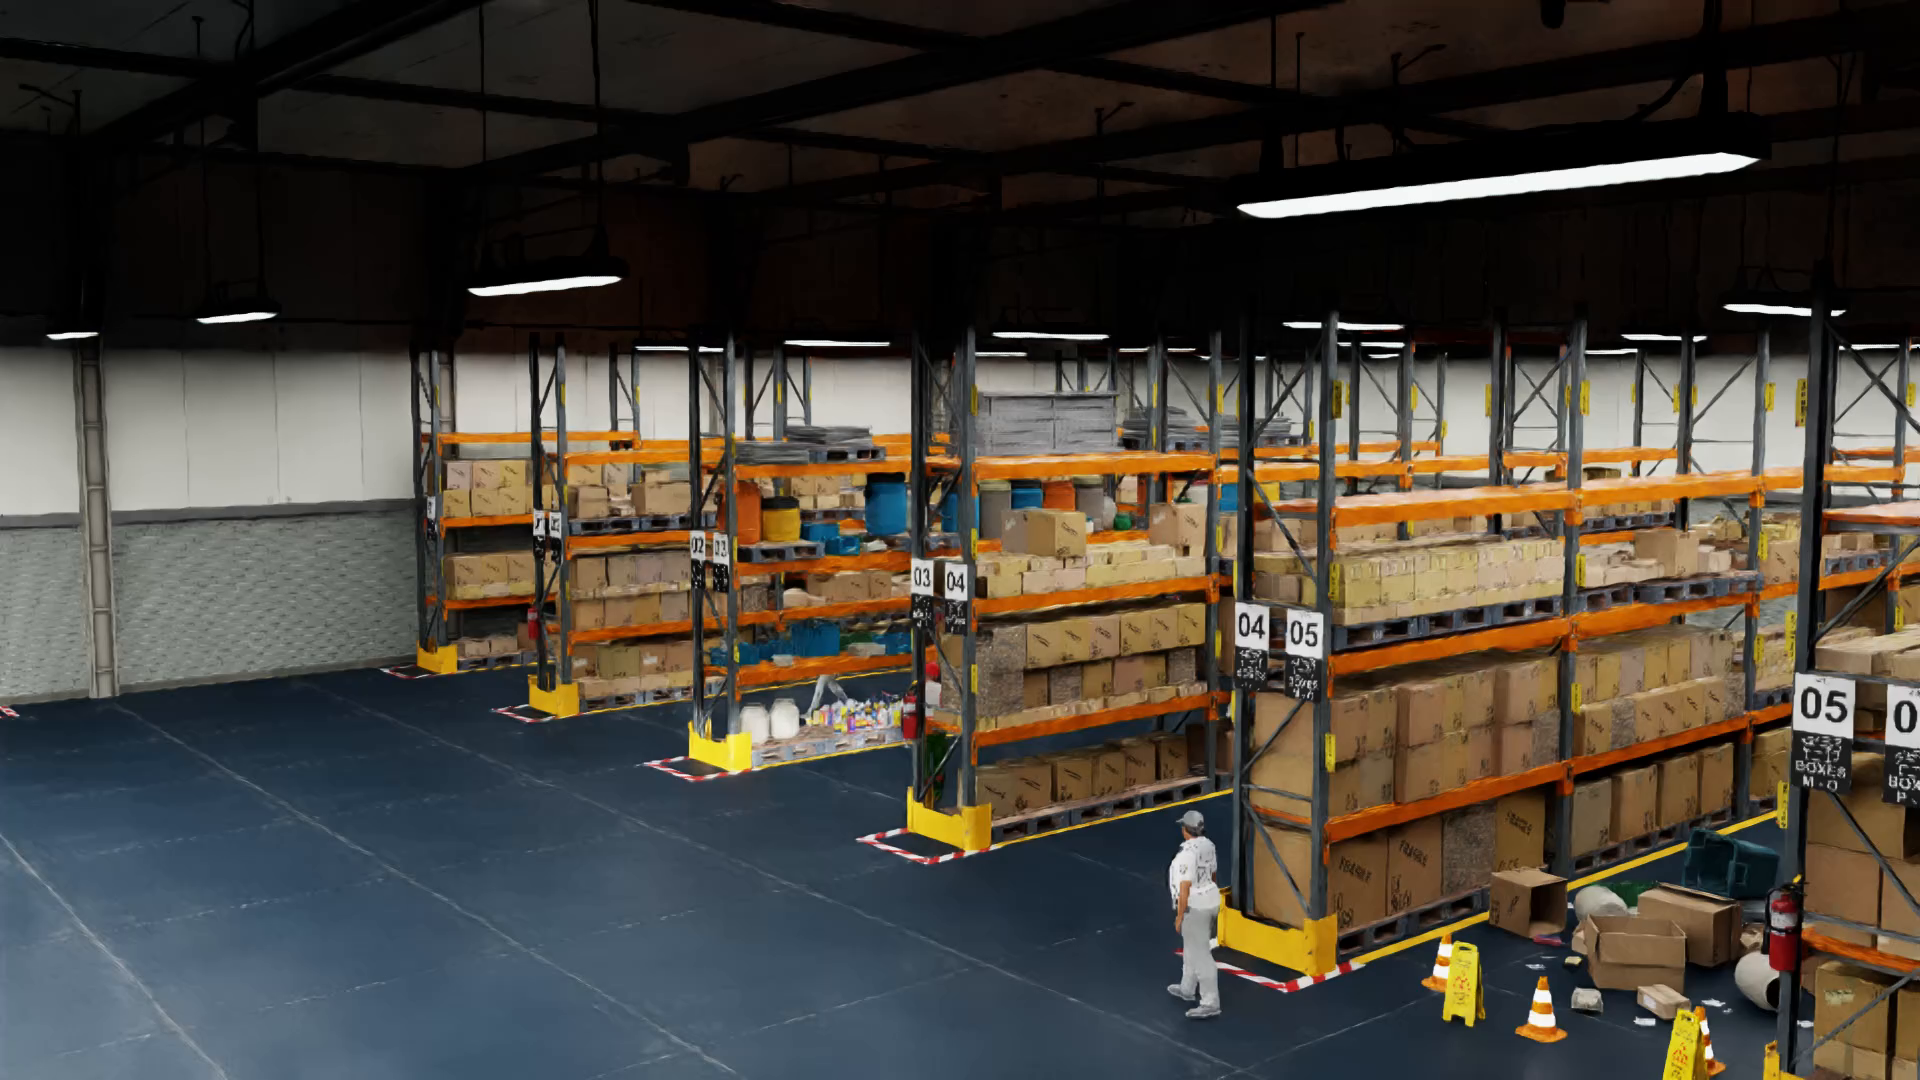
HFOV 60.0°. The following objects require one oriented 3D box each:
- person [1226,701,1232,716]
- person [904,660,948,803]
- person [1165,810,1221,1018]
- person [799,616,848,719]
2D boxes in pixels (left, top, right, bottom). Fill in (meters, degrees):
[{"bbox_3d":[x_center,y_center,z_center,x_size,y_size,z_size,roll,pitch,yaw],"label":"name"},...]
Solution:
[{"bbox_3d":[4.304,2.016,24.695,1.193,1.700,0.588,-5,7,-41],"label":"person"},{"bbox_3d":[-0.353,2.361,20.587,0.763,1.783,0.611,-2,6,-17],"label":"person"},{"bbox_3d":[1.936,3.063,13.817,0.609,1.650,0.617,3,6,32],"label":"person"},{"bbox_3d":[-2.134,1.956,25.924,1.086,1.589,0.495,-4,7,-37],"label":"person"}]
